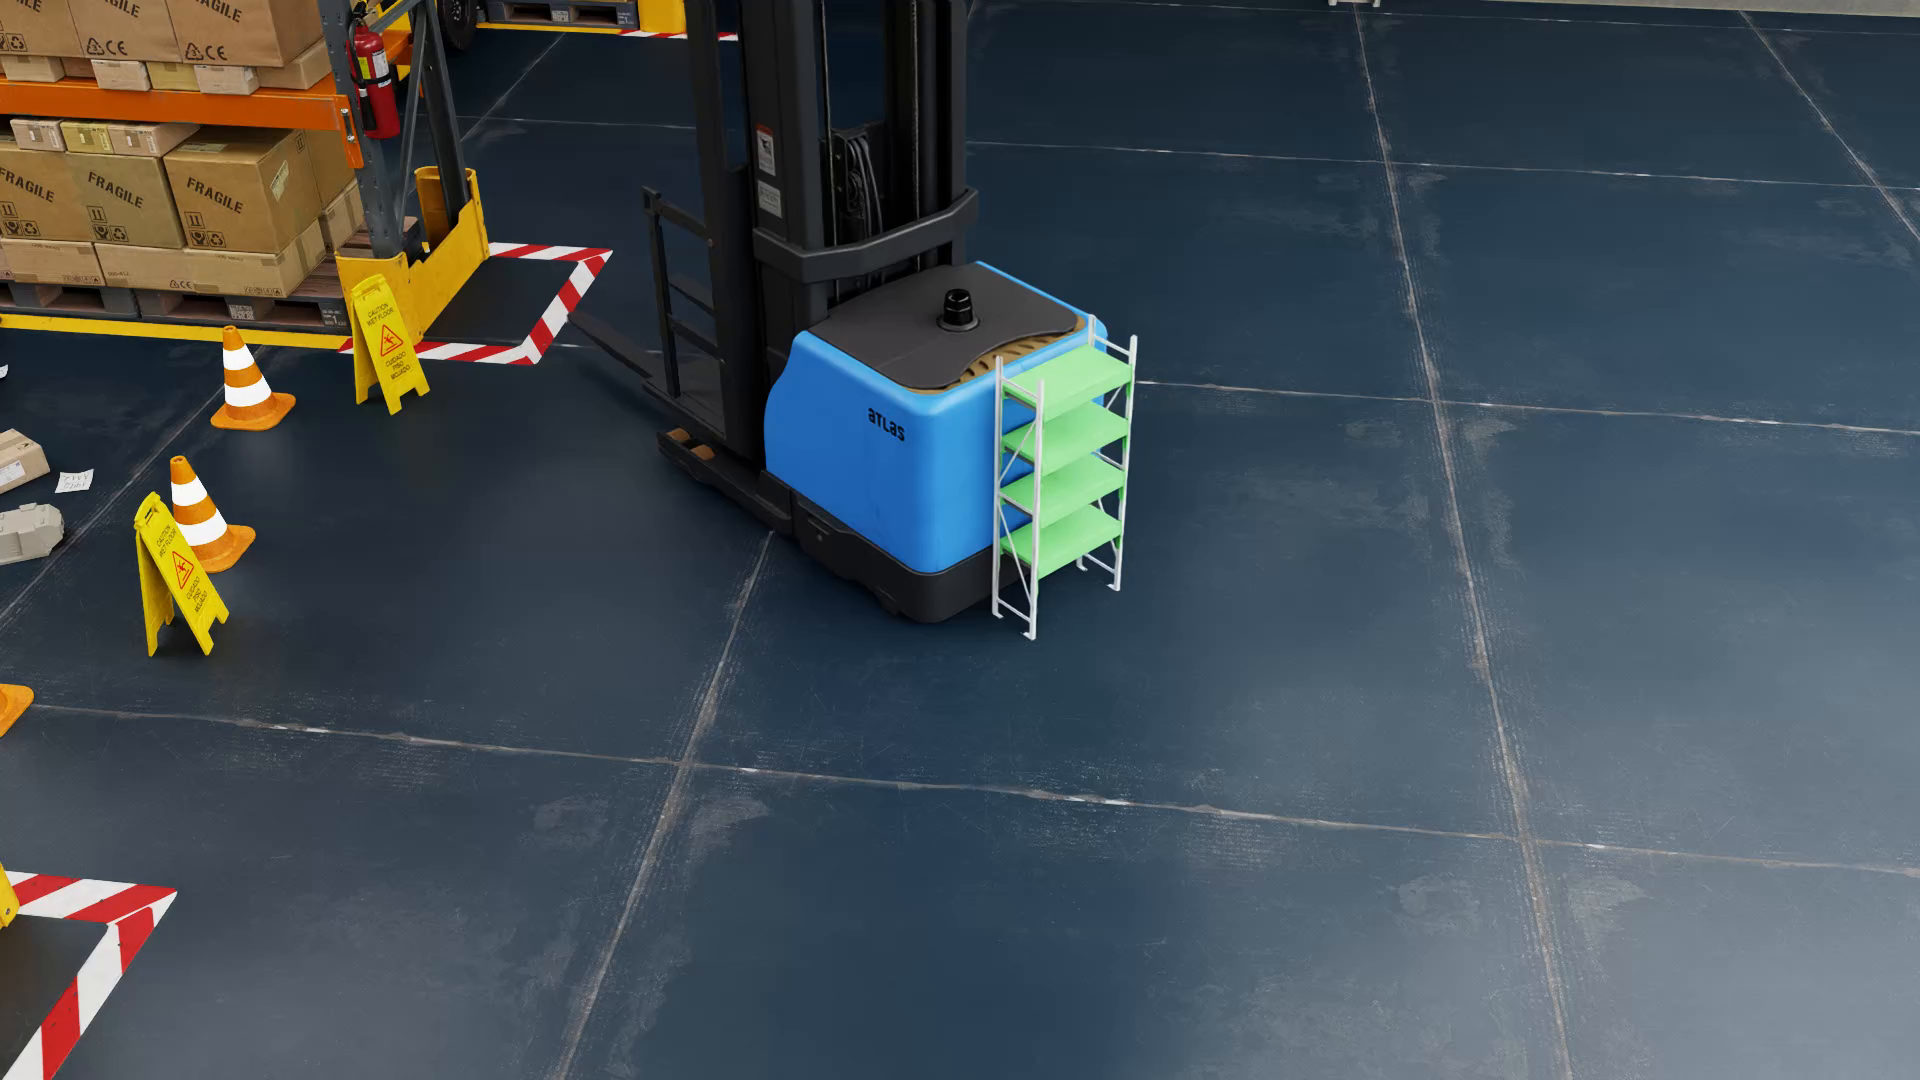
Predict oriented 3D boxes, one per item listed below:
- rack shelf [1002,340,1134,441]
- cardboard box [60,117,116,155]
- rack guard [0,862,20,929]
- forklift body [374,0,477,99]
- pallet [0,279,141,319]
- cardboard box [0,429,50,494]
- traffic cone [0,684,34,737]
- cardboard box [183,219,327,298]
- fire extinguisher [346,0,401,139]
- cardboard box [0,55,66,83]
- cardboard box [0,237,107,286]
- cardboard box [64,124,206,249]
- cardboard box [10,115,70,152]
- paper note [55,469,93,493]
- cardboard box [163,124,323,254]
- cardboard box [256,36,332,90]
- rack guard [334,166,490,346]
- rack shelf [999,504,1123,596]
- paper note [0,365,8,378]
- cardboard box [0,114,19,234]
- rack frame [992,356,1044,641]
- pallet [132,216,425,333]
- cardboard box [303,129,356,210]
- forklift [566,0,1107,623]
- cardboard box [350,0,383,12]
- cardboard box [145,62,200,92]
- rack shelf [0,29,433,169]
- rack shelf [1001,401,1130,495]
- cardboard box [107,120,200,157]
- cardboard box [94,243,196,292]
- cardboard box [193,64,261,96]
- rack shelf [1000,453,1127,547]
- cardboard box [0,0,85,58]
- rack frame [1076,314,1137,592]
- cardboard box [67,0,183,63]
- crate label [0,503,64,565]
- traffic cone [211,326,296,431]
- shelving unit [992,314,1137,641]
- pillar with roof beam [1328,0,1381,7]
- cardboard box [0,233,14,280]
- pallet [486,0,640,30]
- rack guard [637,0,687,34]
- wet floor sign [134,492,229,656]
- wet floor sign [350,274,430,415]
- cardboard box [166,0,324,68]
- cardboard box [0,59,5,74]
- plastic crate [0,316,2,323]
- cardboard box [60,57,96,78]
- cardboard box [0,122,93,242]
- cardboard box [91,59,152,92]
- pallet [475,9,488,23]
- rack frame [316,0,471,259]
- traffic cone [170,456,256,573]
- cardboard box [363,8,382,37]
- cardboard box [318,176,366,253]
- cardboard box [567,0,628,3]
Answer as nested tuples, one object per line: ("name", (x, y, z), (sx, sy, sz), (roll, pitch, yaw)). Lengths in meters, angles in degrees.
("rack shelf", (0.400, -0.571, 6.300), (0.480, 0.148, 0.258), (-27, 44, -33))
("cardboard box", (-4.309, -2.097, 8.407), (0.250, 0.149, 0.380), (5, 36, 7))
("rack guard", (-3.366, 1.321, 4.969), (0.348, 0.500, 1.175), (4, 36, 6))
("forklift body", (-4.344, -4.162, 11.230), (1.214, 2.155, 2.313), (4, 36, 6))
("pallet", (-4.942, -1.601, 9.311), (1.213, 0.211, 1.003), (4, 36, 6))
("cardboard box", (-4.416, -0.331, 7.585), (0.250, 0.149, 0.380), (24, 42, 30))
("traffic cone", (-3.735, 0.477, 6.184), (0.334, 0.463, 0.336), (4, 36, 6))
("cardboard box", (-3.719, -1.516, 8.798), (0.500, 0.250, 0.500), (4, 36, 6))
("fire extinguisher", (-2.804, -2.252, 7.890), (0.183, 0.674, 0.296), (4, 36, 6))
("cardboard box", (-4.535, -2.414, 8.267), (0.250, 0.149, 0.380), (4, 36, 5))
("cardboard box", (-4.728, -1.593, 8.905), (0.500, 0.250, 0.500), (3, 36, 4))
("cardboard box", (-4.205, -1.861, 8.635), (0.500, 0.500, 0.500), (6, 36, 8))
("cardboard box", (-4.570, -2.117, 8.436), (0.250, 0.149, 0.380), (6, 36, 8))
("paper note", (-4.050, -0.272, 7.605), (0.142, 0.019, 0.148), (-7, 36, -10))
("cardboard box", (-3.687, -1.824, 8.583), (0.500, 0.500, 0.500), (4, 36, 6))
("cardboard box", (-3.257, -2.360, 8.191), (0.250, 0.149, 0.380), (5, 36, 8))
("rack guard", (-2.935, -1.546, 8.986), (0.348, 0.500, 1.175), (4, 36, 6))
("rack shelf", (0.399, 0.015, 6.719), (0.480, 0.148, 0.258), (-27, 44, -33))
("paper note", (-4.899, -0.837, 8.396), (0.148, 0.019, 0.142), (-7, 36, -10))
("cardboard box", (-5.229, -1.939, 8.745), (0.500, 0.500, 0.500), (6, 36, 8))
("rack frame", (0.218, -0.138, 6.410), (0.015, 1.200, 0.240), (-27, 44, -33))
("pallet", (-3.736, -1.509, 9.183), (1.213, 0.211, 1.003), (4, 36, 6))
("cardboard box", (-3.648, -2.135, 9.020), (0.500, 0.500, 0.500), (3, 36, 4))
("forklift", (-0.751, -1.635, 7.018), (1.130, 2.935, 3.031), (-27, 44, -33))
("cardboard box", (-3.294, -2.915, 8.409), (0.500, 0.500, 0.500), (4, 36, 5))
("cardboard box", (-3.774, -2.346, 8.171), (0.250, 0.149, 0.380), (4, 36, 5))
("rack shelf", (-4.843, -2.413, 8.668), (4.000, 0.370, 1.077), (4, 36, 6))
("rack shelf", (0.400, -0.375, 6.440), (0.480, 0.148, 0.258), (-27, 44, -33))
("cardboard box", (-4.060, -2.076, 8.379), (0.250, 0.149, 0.380), (5, 36, 7))
("cardboard box", (-4.208, -1.557, 8.855), (0.500, 0.250, 0.500), (4, 36, 6))
("cardboard box", (-3.523, -2.315, 8.128), (0.250, 0.149, 0.380), (4, 36, 5))
("rack shelf", (0.399, -0.180, 6.579), (0.480, 0.148, 0.258), (-27, 44, -33))
("cardboard box", (-4.424, -2.680, 8.081), (0.500, 0.500, 0.500), (4, 36, 6))
("rack frame", (0.581, -0.327, 6.675), (0.015, 1.200, 0.240), (-27, 44, -33))
("cardboard box", (-3.929, -2.641, 8.026), (0.500, 0.500, 0.500), (4, 36, 6))
("crate label", (-4.042, -0.039, 7.187), (0.298, 0.136, 0.250), (-14, 38, -18))
("traffic cone", (-3.450, -0.814, 7.992), (0.334, 0.463, 0.336), (4, 36, 6))
("shelving unit", (0.399, -0.232, 6.542), (0.503, 1.200, 0.258), (-27, 44, -33))
("pillar with roof beam", (2.596, -5.506, 7.219), (0.400, 9.000, 9.100), (4, 36, 6))
("cardboard box", (-5.218, -1.636, 8.965), (0.500, 0.250, 0.500), (4, 36, 5))
("pallet", (-2.995, -4.316, 13.115), (1.213, 0.211, 1.003), (4, 36, 6))
("rack guard", (-2.207, -4.399, 12.983), (0.348, 0.500, 1.175), (4, 36, 6))
("wet floor sign", (-3.109, 0.121, 6.525), (0.232, 0.644, 0.267), (-2, 36, -2))
("wet floor sign", (-2.807, -0.969, 8.052), (0.232, 0.644, 0.267), (17, 39, 22))
("cardboard box", (-3.433, -2.601, 7.970), (0.500, 0.500, 0.500), (4, 36, 5))
("cardboard box", (-4.771, -2.484, 8.365), (0.250, 0.149, 0.380), (4, 36, 6))
("plastic crate", (-5.374, -1.077, 8.690), (0.583, 0.080, 0.402), (-7, 36, -10))
("cardboard box", (-4.270, -2.448, 8.314), (0.250, 0.149, 0.380), (5, 36, 7))
("cardboard box", (-4.705, -1.902, 8.693), (0.500, 0.500, 0.500), (3, 36, 5))
("cardboard box", (-4.034, -2.348, 8.174), (0.250, 0.149, 0.380), (5, 36, 7))
("pallet", (-4.201, -4.407, 13.244), (1.213, 0.211, 1.003), (4, 36, 6))
("rack frame", (-2.859, -2.558, 8.252), (0.127, 3.000, 1.000), (4, 36, 6))
("traffic cone", (-3.254, -0.149, 7.061), (0.334, 0.463, 0.336), (4, 36, 6))
("cardboard box", (-3.170, -2.600, 8.527), (0.250, 0.149, 0.380), (4, 36, 6))
("cardboard box", (-3.624, -1.829, 9.236), (0.500, 0.250, 0.500), (4, 36, 6))
("cardboard box", (-2.737, -4.323, 12.730), (0.500, 0.250, 0.500), (5, 36, 6))
